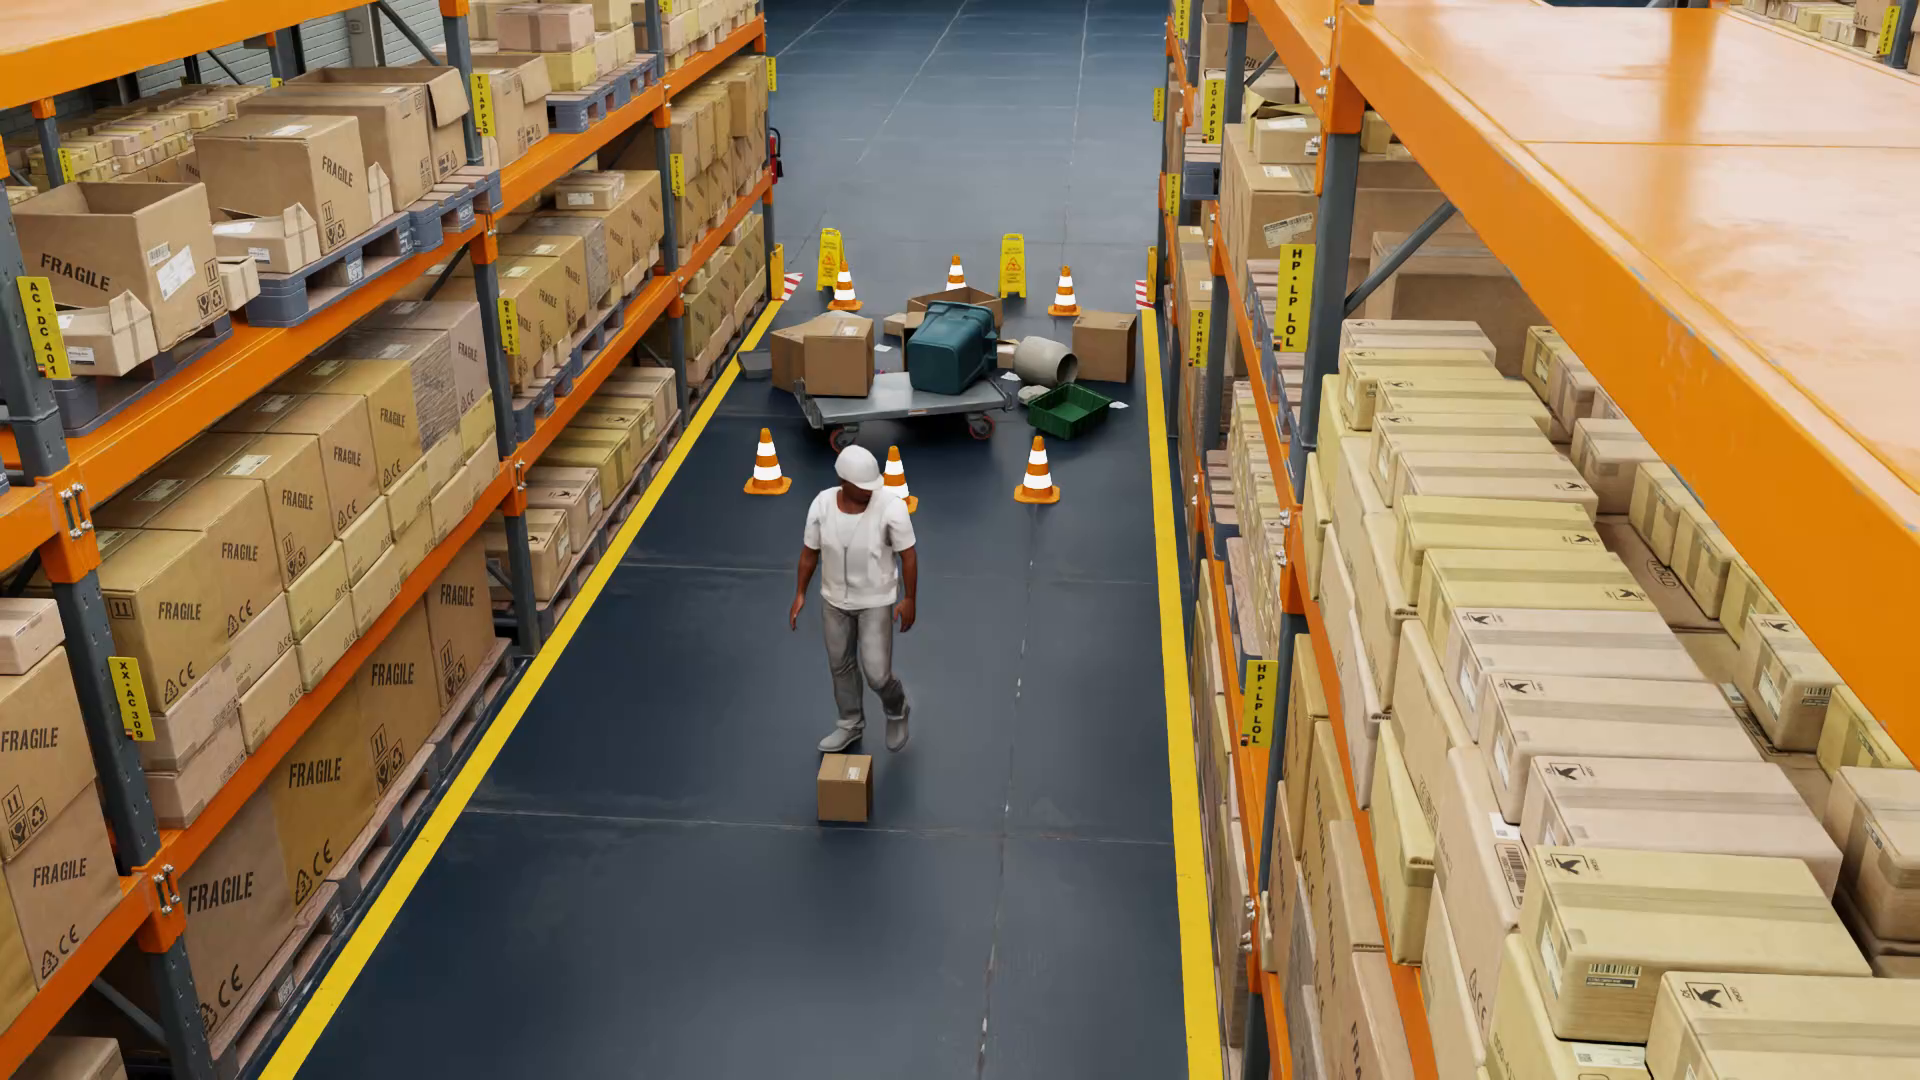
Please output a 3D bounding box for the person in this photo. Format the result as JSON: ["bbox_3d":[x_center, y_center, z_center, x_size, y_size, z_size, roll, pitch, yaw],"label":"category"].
[{"bbox_3d":[-0.581,0.376,8.744,0.629,1.817,0.463,9,26,19],"label":"person"}]
